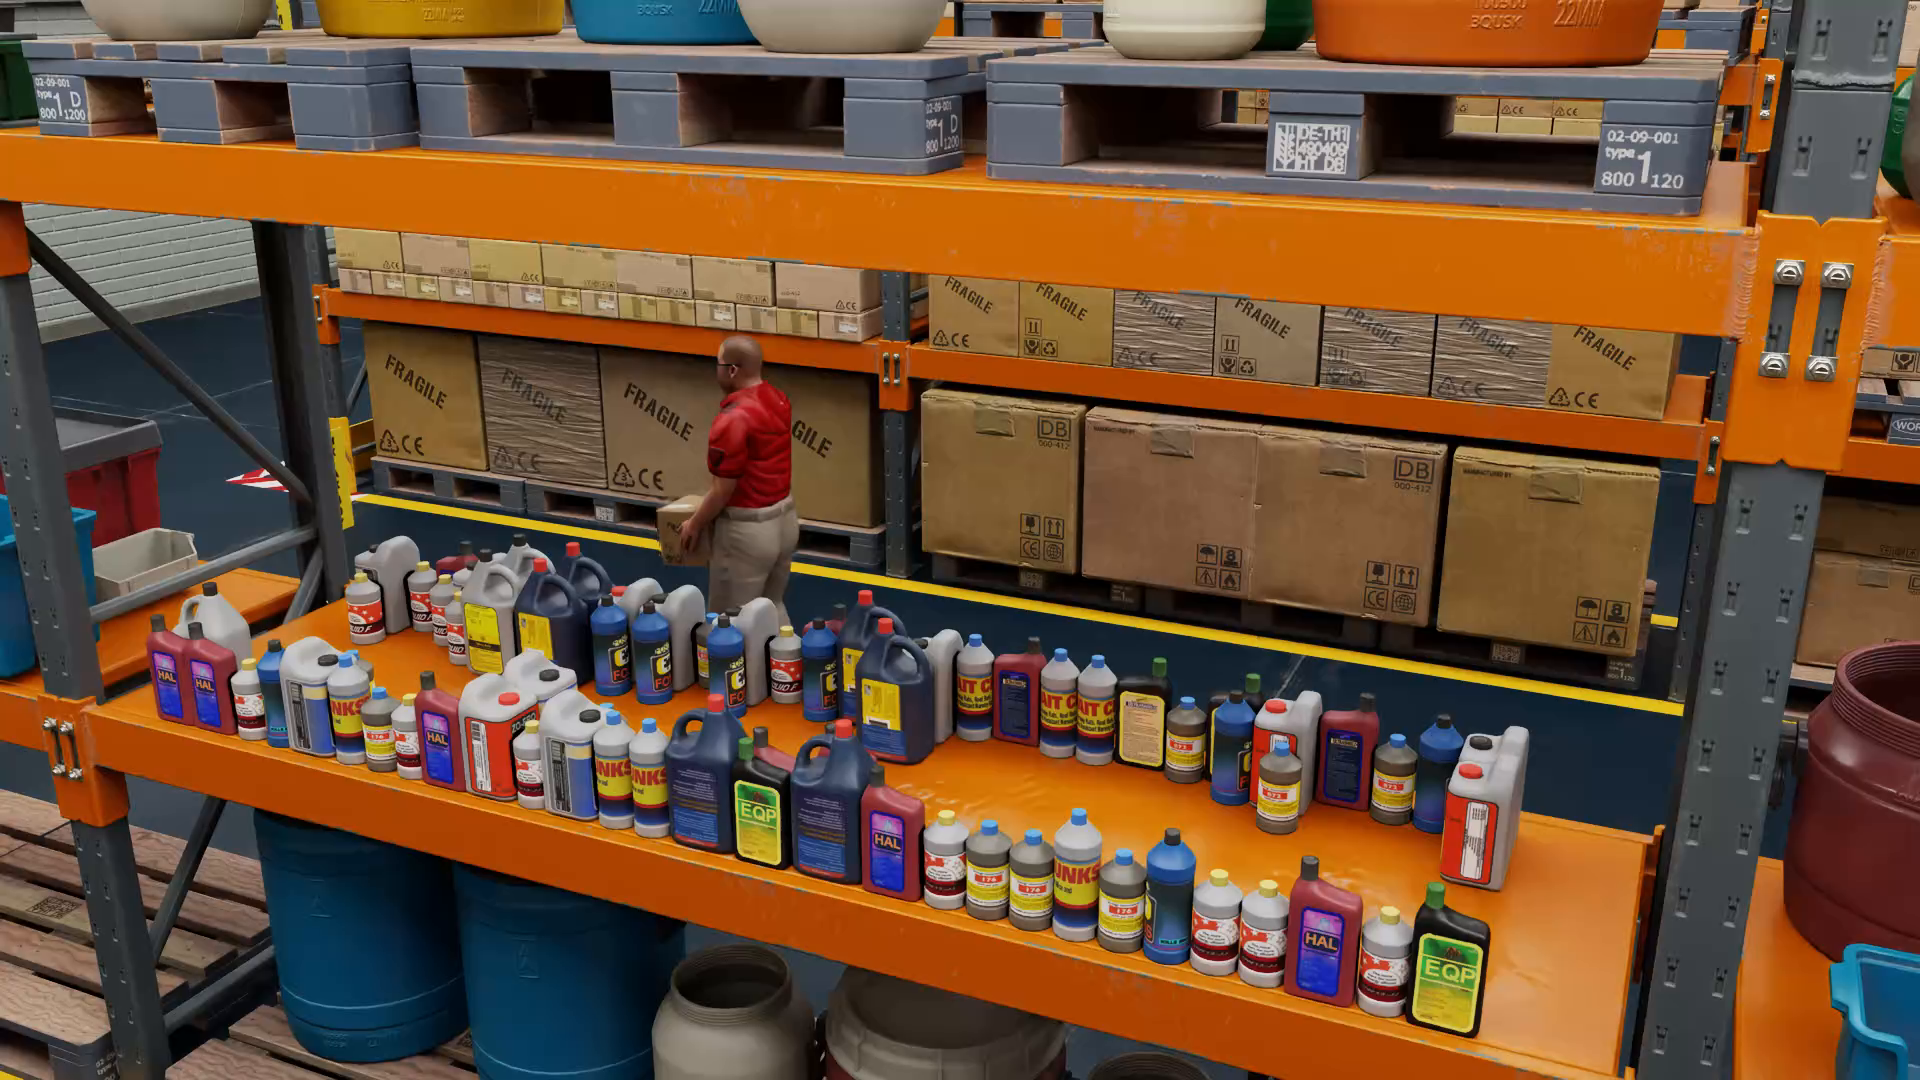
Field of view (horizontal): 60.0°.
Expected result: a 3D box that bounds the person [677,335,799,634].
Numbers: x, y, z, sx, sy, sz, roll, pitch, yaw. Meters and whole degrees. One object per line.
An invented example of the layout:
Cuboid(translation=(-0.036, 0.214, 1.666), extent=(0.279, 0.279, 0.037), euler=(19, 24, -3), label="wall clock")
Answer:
Cuboid(translation=(-0.950, -0.035, 7.178), extent=(0.458, 1.733, 0.533), euler=(8, 20, 22), label="person")
